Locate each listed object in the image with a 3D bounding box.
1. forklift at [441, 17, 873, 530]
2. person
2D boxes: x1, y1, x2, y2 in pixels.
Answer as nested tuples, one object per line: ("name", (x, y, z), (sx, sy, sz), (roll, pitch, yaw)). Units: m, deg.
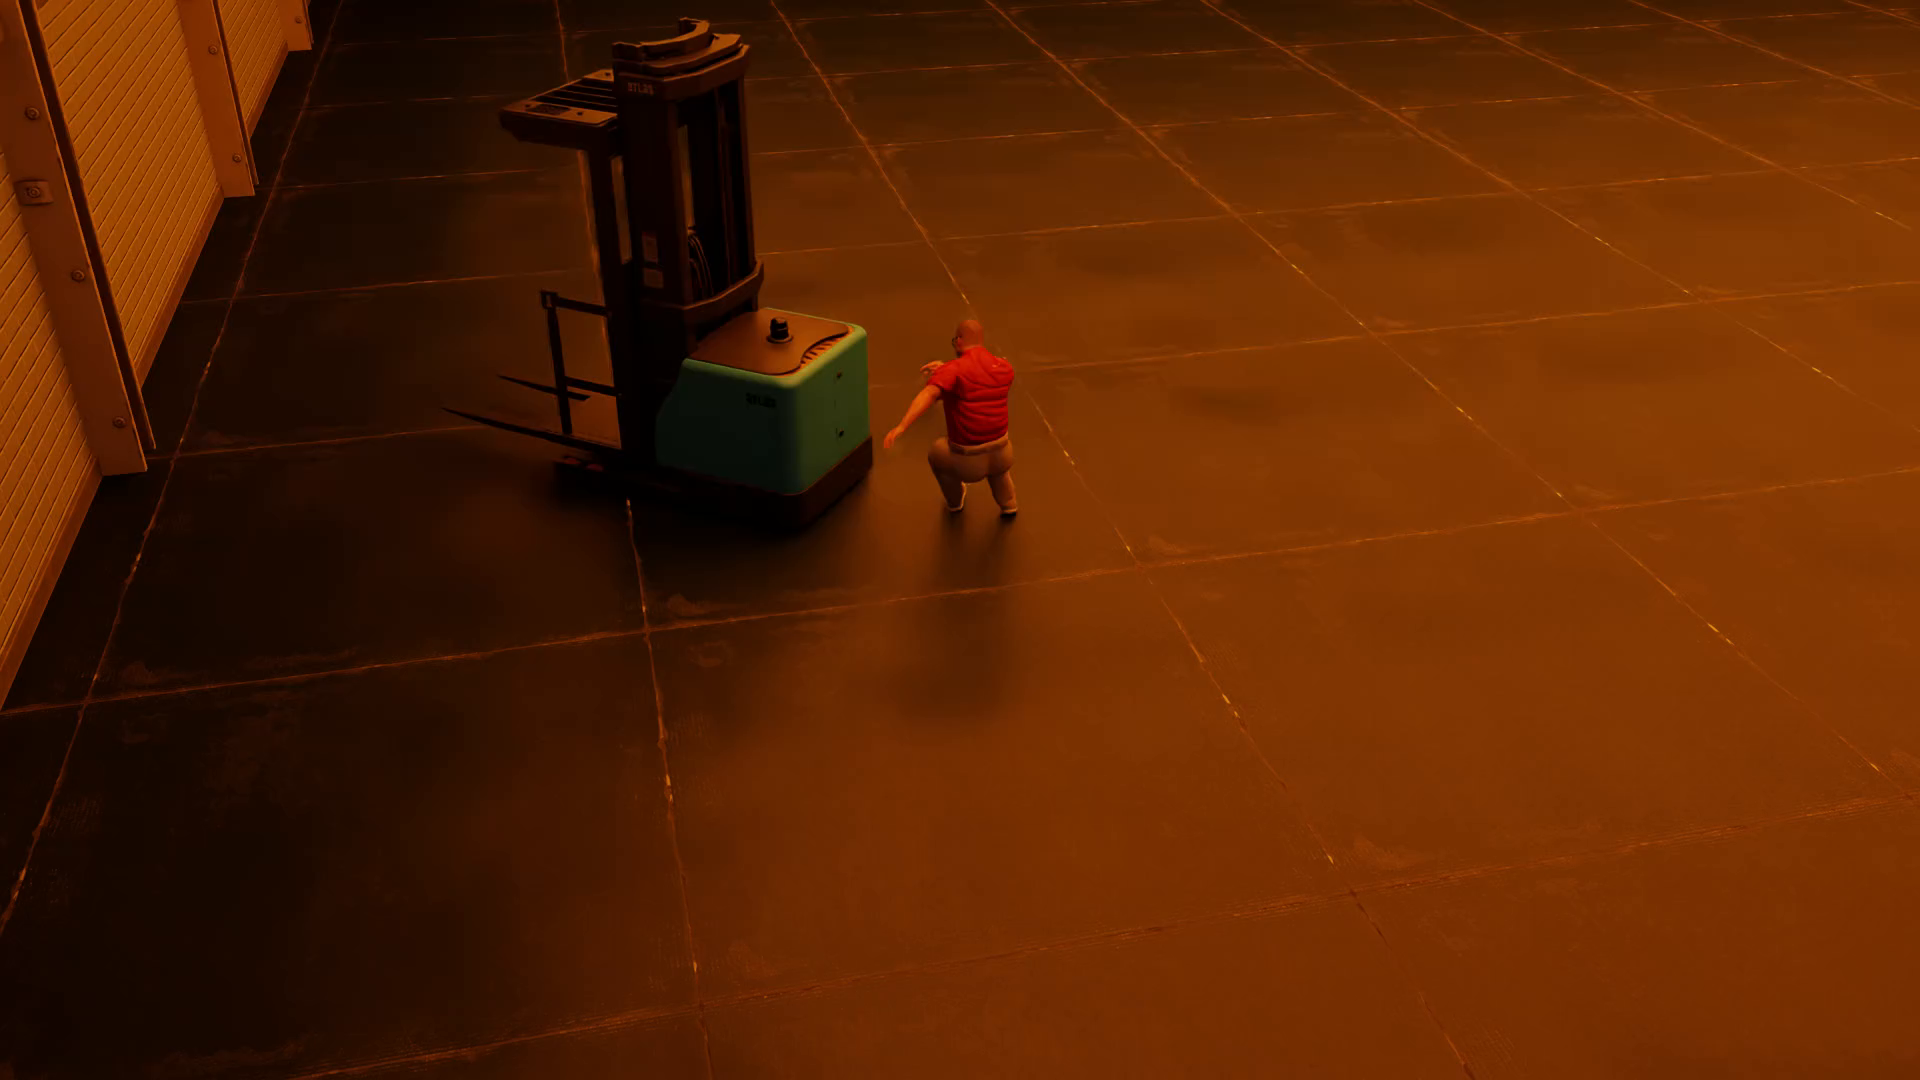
("forklift", (-2.142, -1.831, 10.737), (3.031, 2.935, 1.130), (14, 33, 22))
("person", (-0.094, -0.634, 10.254), (1.215, 1.447, 0.938), (-14, 33, -23))
